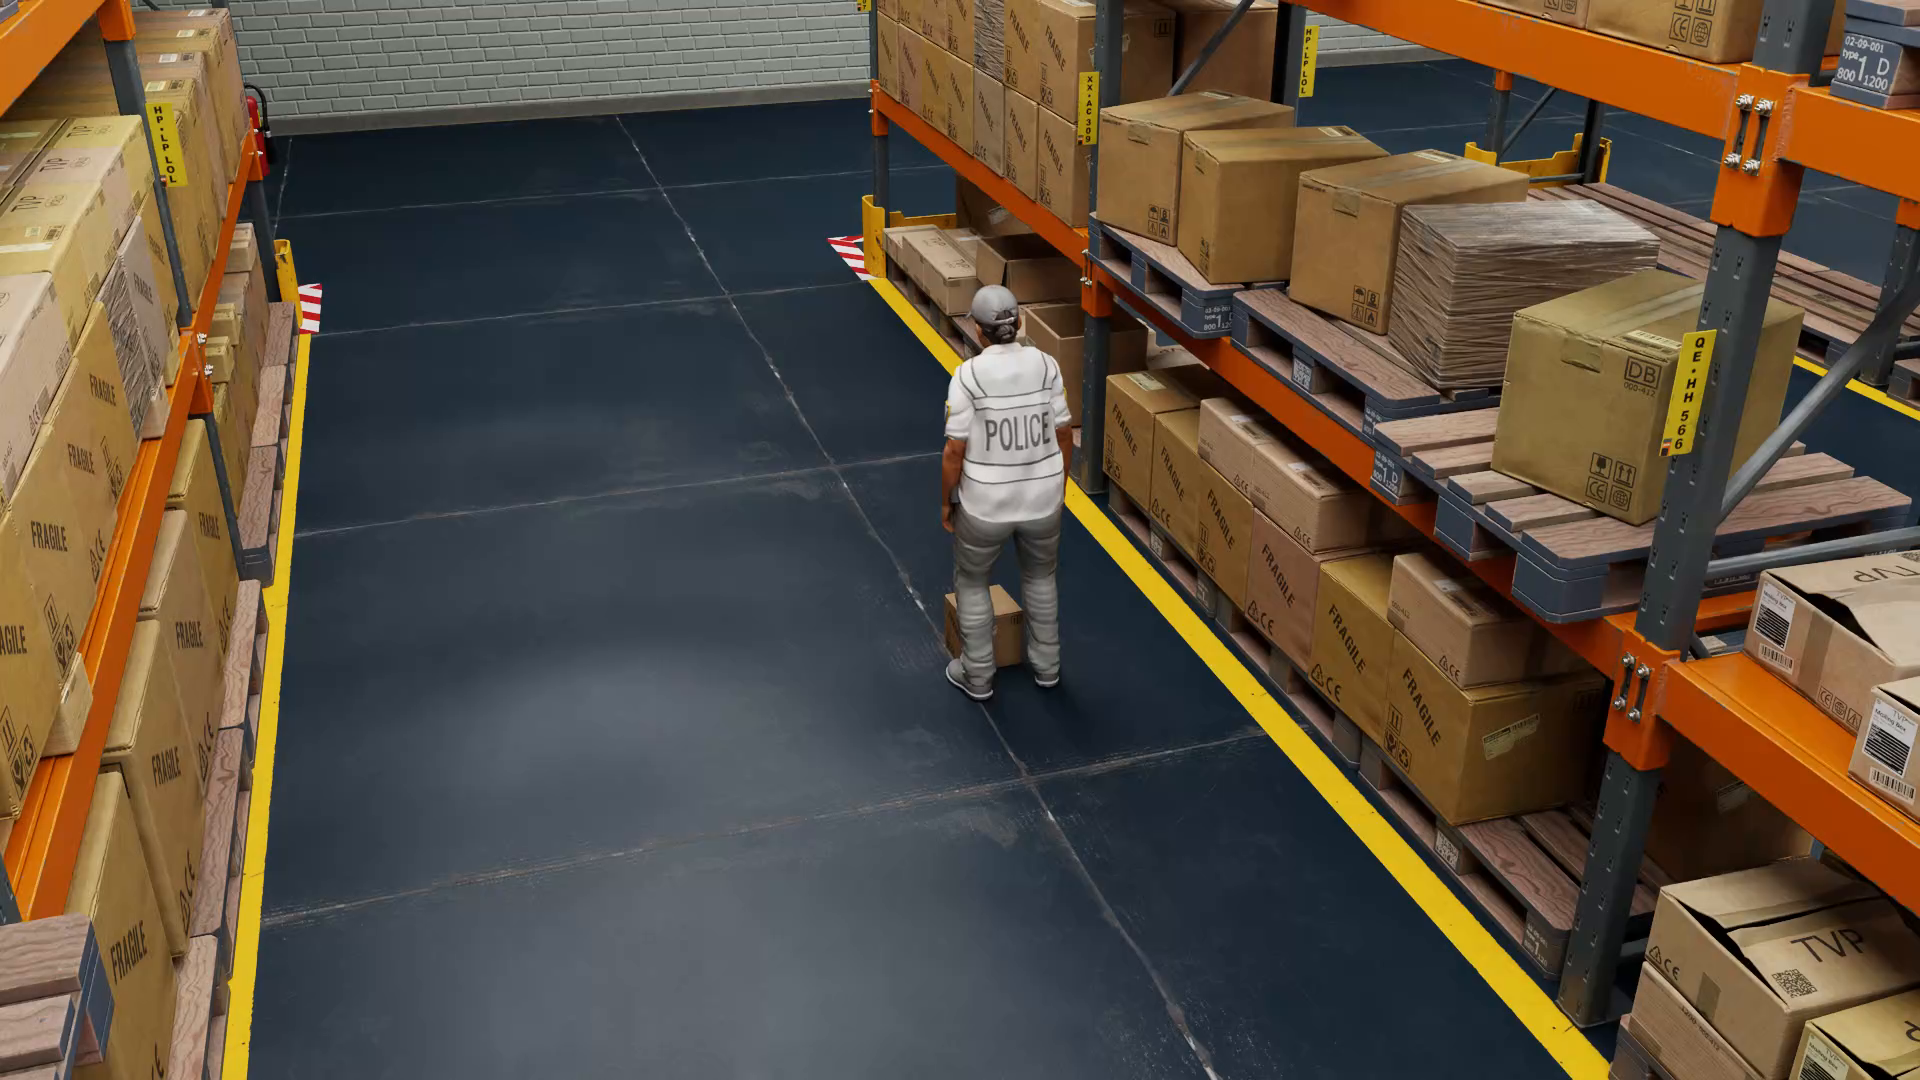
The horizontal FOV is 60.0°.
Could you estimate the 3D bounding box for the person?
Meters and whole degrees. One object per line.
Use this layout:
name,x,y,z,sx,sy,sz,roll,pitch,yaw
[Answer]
person,0.175,-0.168,6.445,0.537,1.665,0.468,-8,28,-16
